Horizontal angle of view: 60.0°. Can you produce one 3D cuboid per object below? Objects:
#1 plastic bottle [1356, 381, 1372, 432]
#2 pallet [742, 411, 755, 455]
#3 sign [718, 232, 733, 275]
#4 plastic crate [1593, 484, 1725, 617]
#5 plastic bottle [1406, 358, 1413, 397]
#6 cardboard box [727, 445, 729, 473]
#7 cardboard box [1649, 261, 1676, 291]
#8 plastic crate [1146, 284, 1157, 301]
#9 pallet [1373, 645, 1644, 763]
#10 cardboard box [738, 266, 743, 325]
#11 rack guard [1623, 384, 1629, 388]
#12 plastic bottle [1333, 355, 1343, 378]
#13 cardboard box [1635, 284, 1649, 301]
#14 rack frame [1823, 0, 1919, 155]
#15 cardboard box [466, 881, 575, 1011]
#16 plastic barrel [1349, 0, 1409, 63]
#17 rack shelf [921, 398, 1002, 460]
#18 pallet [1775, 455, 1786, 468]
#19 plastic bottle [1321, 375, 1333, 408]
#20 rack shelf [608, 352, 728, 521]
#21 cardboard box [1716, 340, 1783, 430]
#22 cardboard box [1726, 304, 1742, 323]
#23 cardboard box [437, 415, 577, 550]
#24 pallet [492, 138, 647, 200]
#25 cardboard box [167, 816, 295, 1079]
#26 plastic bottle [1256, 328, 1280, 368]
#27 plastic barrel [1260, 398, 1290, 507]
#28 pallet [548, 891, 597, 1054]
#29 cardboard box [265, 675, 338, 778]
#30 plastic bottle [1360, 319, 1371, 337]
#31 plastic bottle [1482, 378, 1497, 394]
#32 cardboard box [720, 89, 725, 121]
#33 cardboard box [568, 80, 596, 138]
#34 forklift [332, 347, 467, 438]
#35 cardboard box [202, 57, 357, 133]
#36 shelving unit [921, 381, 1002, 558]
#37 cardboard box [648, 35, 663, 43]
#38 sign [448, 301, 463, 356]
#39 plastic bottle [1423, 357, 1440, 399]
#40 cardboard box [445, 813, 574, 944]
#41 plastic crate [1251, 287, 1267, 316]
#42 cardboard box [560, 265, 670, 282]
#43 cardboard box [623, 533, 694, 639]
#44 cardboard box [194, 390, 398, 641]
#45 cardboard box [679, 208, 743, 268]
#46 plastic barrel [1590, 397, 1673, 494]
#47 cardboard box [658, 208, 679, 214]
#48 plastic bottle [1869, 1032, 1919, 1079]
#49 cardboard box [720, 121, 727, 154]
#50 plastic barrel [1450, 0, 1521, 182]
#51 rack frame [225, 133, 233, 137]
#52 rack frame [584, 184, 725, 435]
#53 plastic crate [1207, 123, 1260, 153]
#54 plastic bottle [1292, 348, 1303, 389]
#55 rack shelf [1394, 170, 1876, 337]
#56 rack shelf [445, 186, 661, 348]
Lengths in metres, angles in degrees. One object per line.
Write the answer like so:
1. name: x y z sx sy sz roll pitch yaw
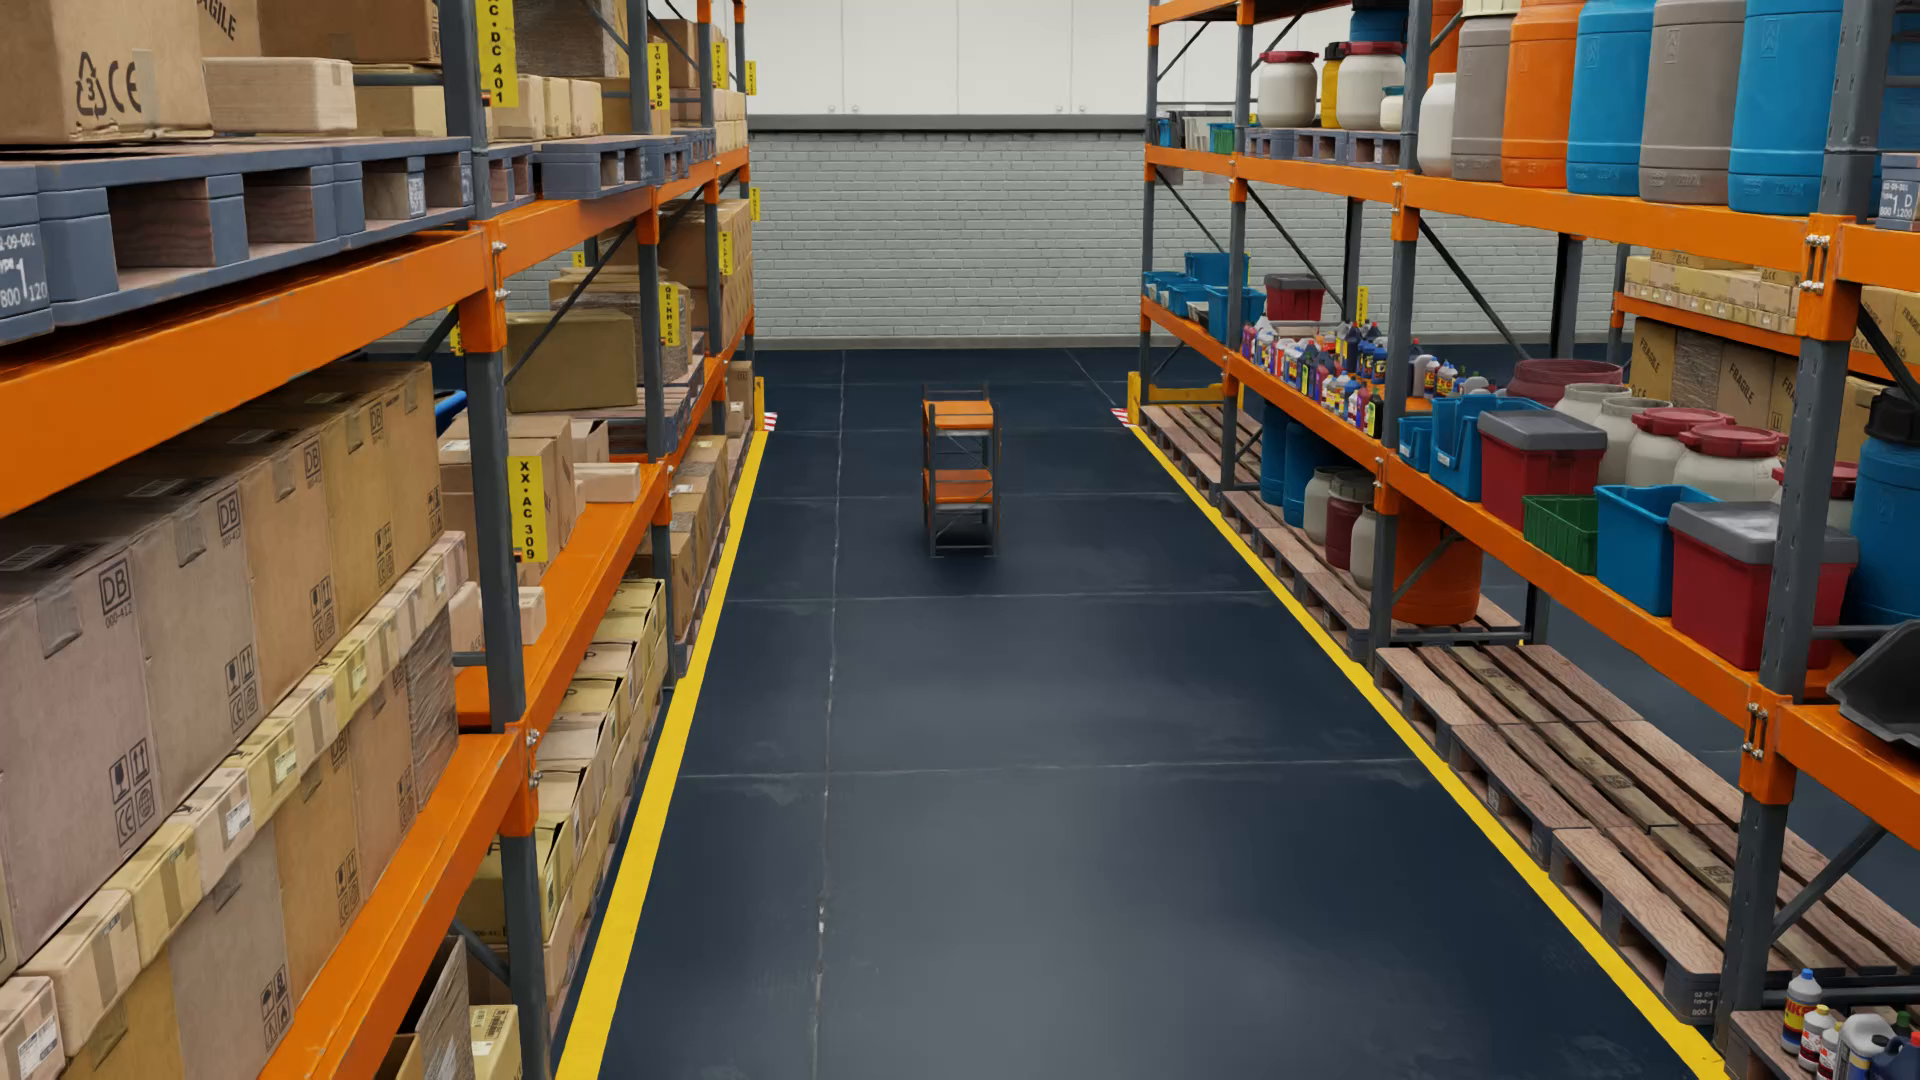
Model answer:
1. plastic bottle: 2.386 -0.790 9.812 0.061 0.283 0.133 -1 14 -3
2. pallet: -2.533 -1.042 16.152 1.003 0.211 1.213 -1 14 -3
3. sign: -1.787 -2.185 12.674 0.100 0.325 0.005 -1 14 -3
4. plastic crate: 2.720 0.038 6.392 0.392 0.384 0.575 -1 14 -3
5. plastic bottle: 2.912 -1.133 11.009 0.144 0.351 0.185 -1 14 -3
6. cardboard box: -2.151 -0.633 13.481 0.500 0.311 0.500 -1 14 -3
7. cardboard box: 7.098 -2.580 16.238 0.500 0.250 0.500 -1 14 -4
8. plastic crate: 1.980 -2.439 16.394 0.250 0.136 0.298 -1 14 -3
9. pallet: 2.861 0.848 8.805 1.003 0.211 1.213 -1 14 -3
10. cardboard box: -2.197 -2.172 14.748 0.500 0.500 0.500 -1 14 -4
11. rack guard: 7.298 -1.557 17.573 1.175 0.500 0.348 -1 14 -3
12. plastic bottle: 2.462 -1.065 10.881 0.061 0.283 0.133 -1 14 -3
13. cardboard box: 7.009 -2.483 16.659 0.380 0.149 0.250 -1 14 -4
14. rack frame: 3.099 -2.606 4.595 1.000 3.000 0.127 -1 14 -3
15. cardboard box: -1.623 1.399 5.744 0.500 0.250 0.500 -1 14 -5
16. plastic barrel: 2.862 -3.167 10.946 0.600 0.901 0.708 -1 14 -3
17. rack shelf: 0.000 -0.830 12.320 0.538 0.278 1.000 -1 14 -3
18. pallet: 7.578 -0.606 14.460 1.003 0.211 1.213 -1 14 -3
19. plastic bottle: 2.355 -0.949 10.593 0.097 0.201 0.097 0 14 0
20. rack shelf: -2.217 -0.769 10.938 1.077 0.370 4.000 -1 14 -3
21. cardboard box: 7.530 -1.330 15.098 0.875 0.875 0.875 -1 14 -3
22. cardboard box: 7.121 -2.035 14.921 0.380 0.149 0.250 -1 14 -4
23. cardboard box: -1.973 -0.251 7.282 0.500 0.500 0.500 -2 15 -6
24. pallet: -1.889 -1.535 6.834 1.003 0.211 1.213 0 14 -1
25. cardboard box: -1.712 0.820 3.118 0.700 0.500 0.500 0 14 -2
26. plastic bottle: 2.275 -1.418 12.267 0.152 0.276 0.135 -1 14 -3
27. plastic barrel: 2.620 -0.742 12.757 0.600 0.901 0.708 -1 14 -3
28. pallet: -1.930 1.543 6.106 1.003 0.211 1.213 -1 14 -3
29. cardboard box: -1.537 0.393 3.478 0.380 0.149 0.250 0 14 -2
30. plastic bottle: 2.987 -1.443 12.213 0.144 0.351 0.185 -1 14 -3
31. plastic bottle: 3.172 -0.834 9.981 0.061 0.283 0.133 -1 14 -3
32. cardboard box: -2.156 -3.486 13.332 0.500 0.250 0.500 -1 14 -3
33. cardboard box: -1.958 -1.961 7.567 0.500 0.250 0.500 0 14 -2
34. forklift: -5.229 -1.404 12.102 3.031 2.935 1.130 0 14 -1
35. cardboard box: -1.497 -0.931 3.487 0.380 0.149 0.250 -1 14 -3
36. shelving unit: 0.000 -0.546 12.393 0.538 1.125 1.048 -1 14 -3
37. cardboard box: -2.319 -3.075 11.195 0.600 0.600 0.600 -1 14 -4
38. sign: -2.634 -1.131 8.739 0.100 0.325 0.005 -1 14 -3
39. plastic bottle: 3.096 -1.062 10.893 0.097 0.271 0.097 0 14 0
40. cardboard box: -1.622 1.125 5.684 0.500 0.311 0.500 -1 14 -3
41. plastic crate: 2.693 -2.044 14.570 0.437 0.282 0.530 -1 14 -3
42. cardboard box: -2.535 -1.745 12.246 0.700 0.500 0.500 -6 16 -22
43. cardboard box: -1.836 0.260 9.629 0.500 0.500 0.500 0 14 -1
44. cardboard box: -1.779 -0.066 3.958 0.700 0.500 0.500 -1 14 -4
45. cardboard box: -2.186 -2.653 14.612 0.500 0.500 0.500 0 14 -2
46. plastic barrel: 3.154 -0.392 7.806 0.421 0.512 0.421 0 14 0
47. cardboard box: -2.726 -2.647 14.587 0.500 0.500 0.500 -1 14 -4
48. plastic bottle: 2.735 1.576 4.813 0.144 0.351 0.185 0 14 -2
49. cardboard box: -2.151 -3.244 13.395 0.500 0.250 0.500 -1 14 -3
50. plastic barrel: 2.686 -2.183 7.966 0.600 0.901 0.600 0 14 0
51. rack frame: -7.532 -2.532 16.347 1.000 3.000 0.127 -1 14 -3
52. rack frame: -2.341 -1.615 12.782 1.000 3.000 0.127 -1 14 -3
53. plastic crate: 2.228 -3.283 13.583 0.416 0.233 0.300 -1 14 -3
54. plastic bottle: 2.309 -1.165 11.294 0.097 0.271 0.097 0 14 0
55. rack shelf: 2.975 -1.302 6.992 1.077 0.370 4.000 -1 14 -3
56. rack shelf: -1.969 -1.227 6.698 1.077 0.370 4.000 -1 14 -3
